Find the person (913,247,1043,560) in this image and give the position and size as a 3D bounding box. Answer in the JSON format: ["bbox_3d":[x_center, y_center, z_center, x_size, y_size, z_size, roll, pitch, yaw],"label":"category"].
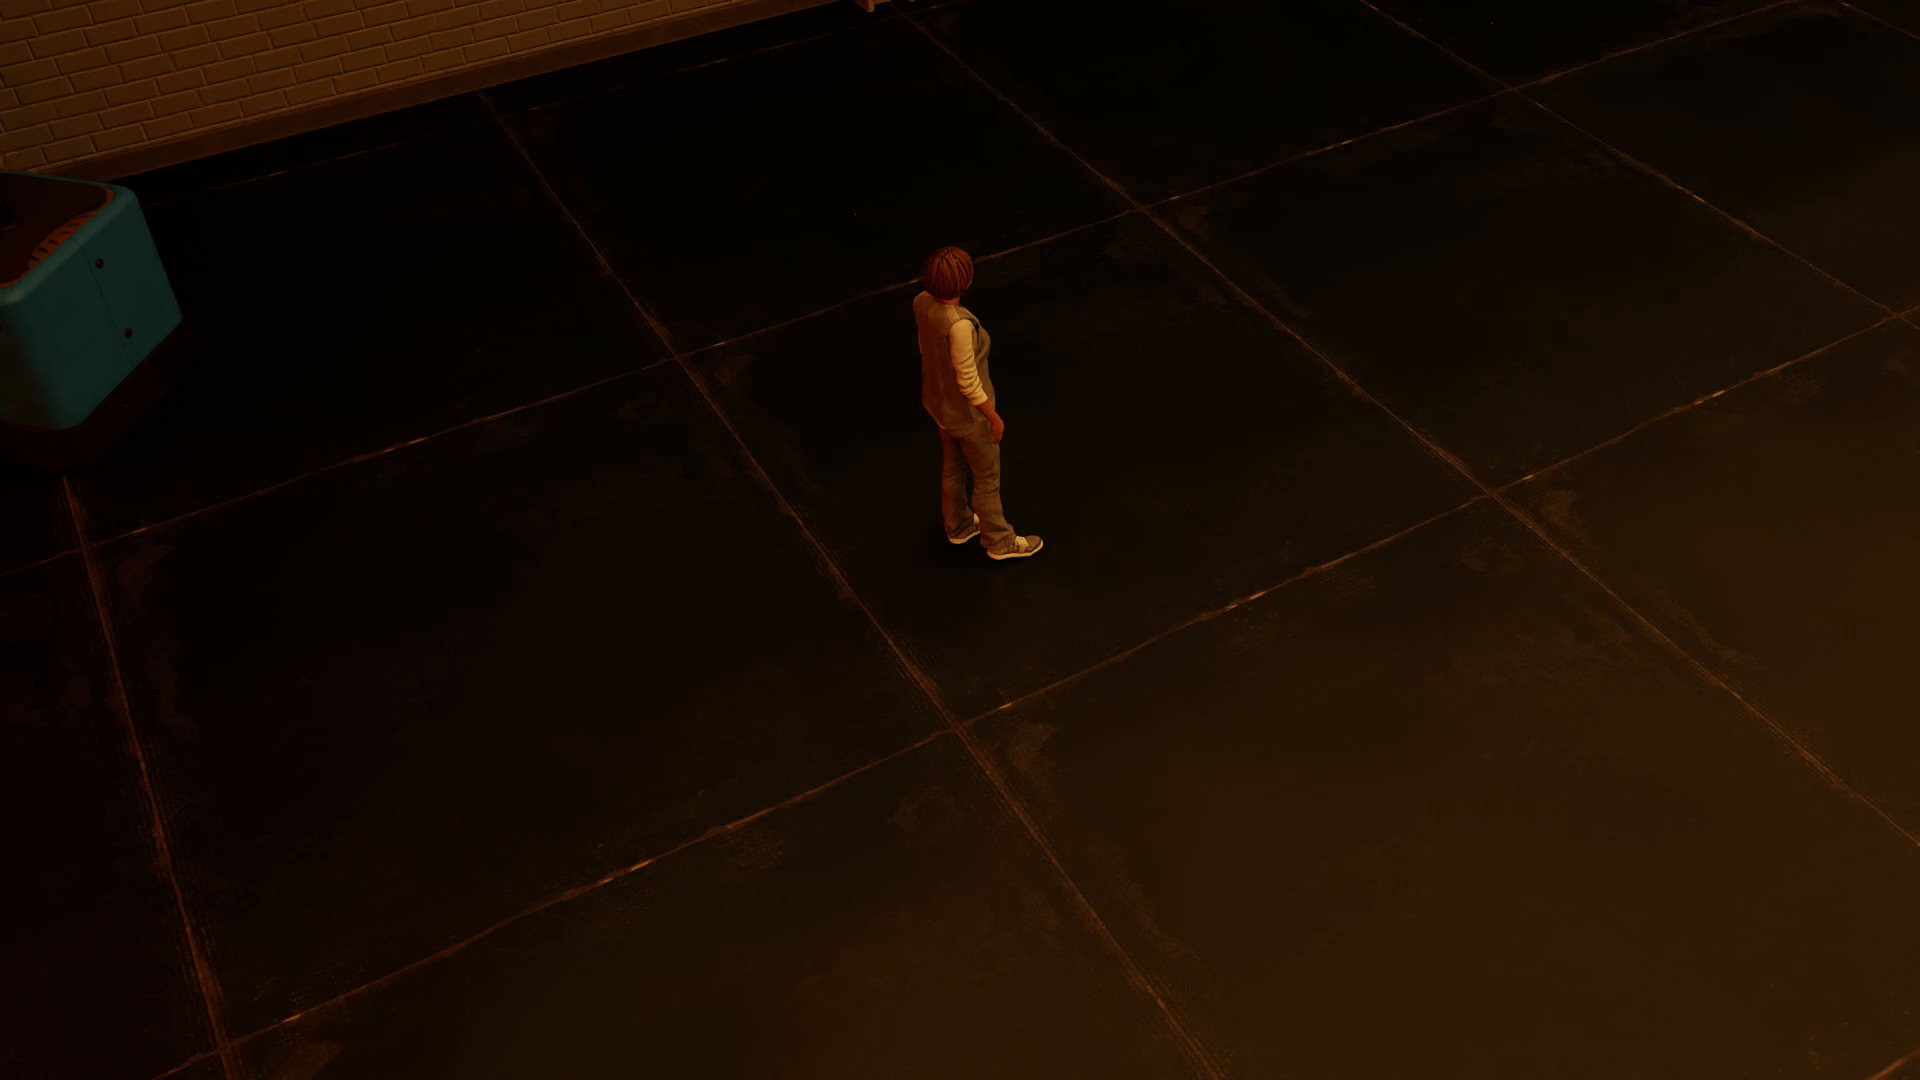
[{"bbox_3d":[0.072,-0.608,7.323,0.473,1.599,0.520,-21,47,-21],"label":"person"}]

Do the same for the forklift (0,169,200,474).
[{"bbox_3d":[-5.593,-1.928,7.777,3.031,2.935,1.130,9,44,10],"label":"forklift"}]
